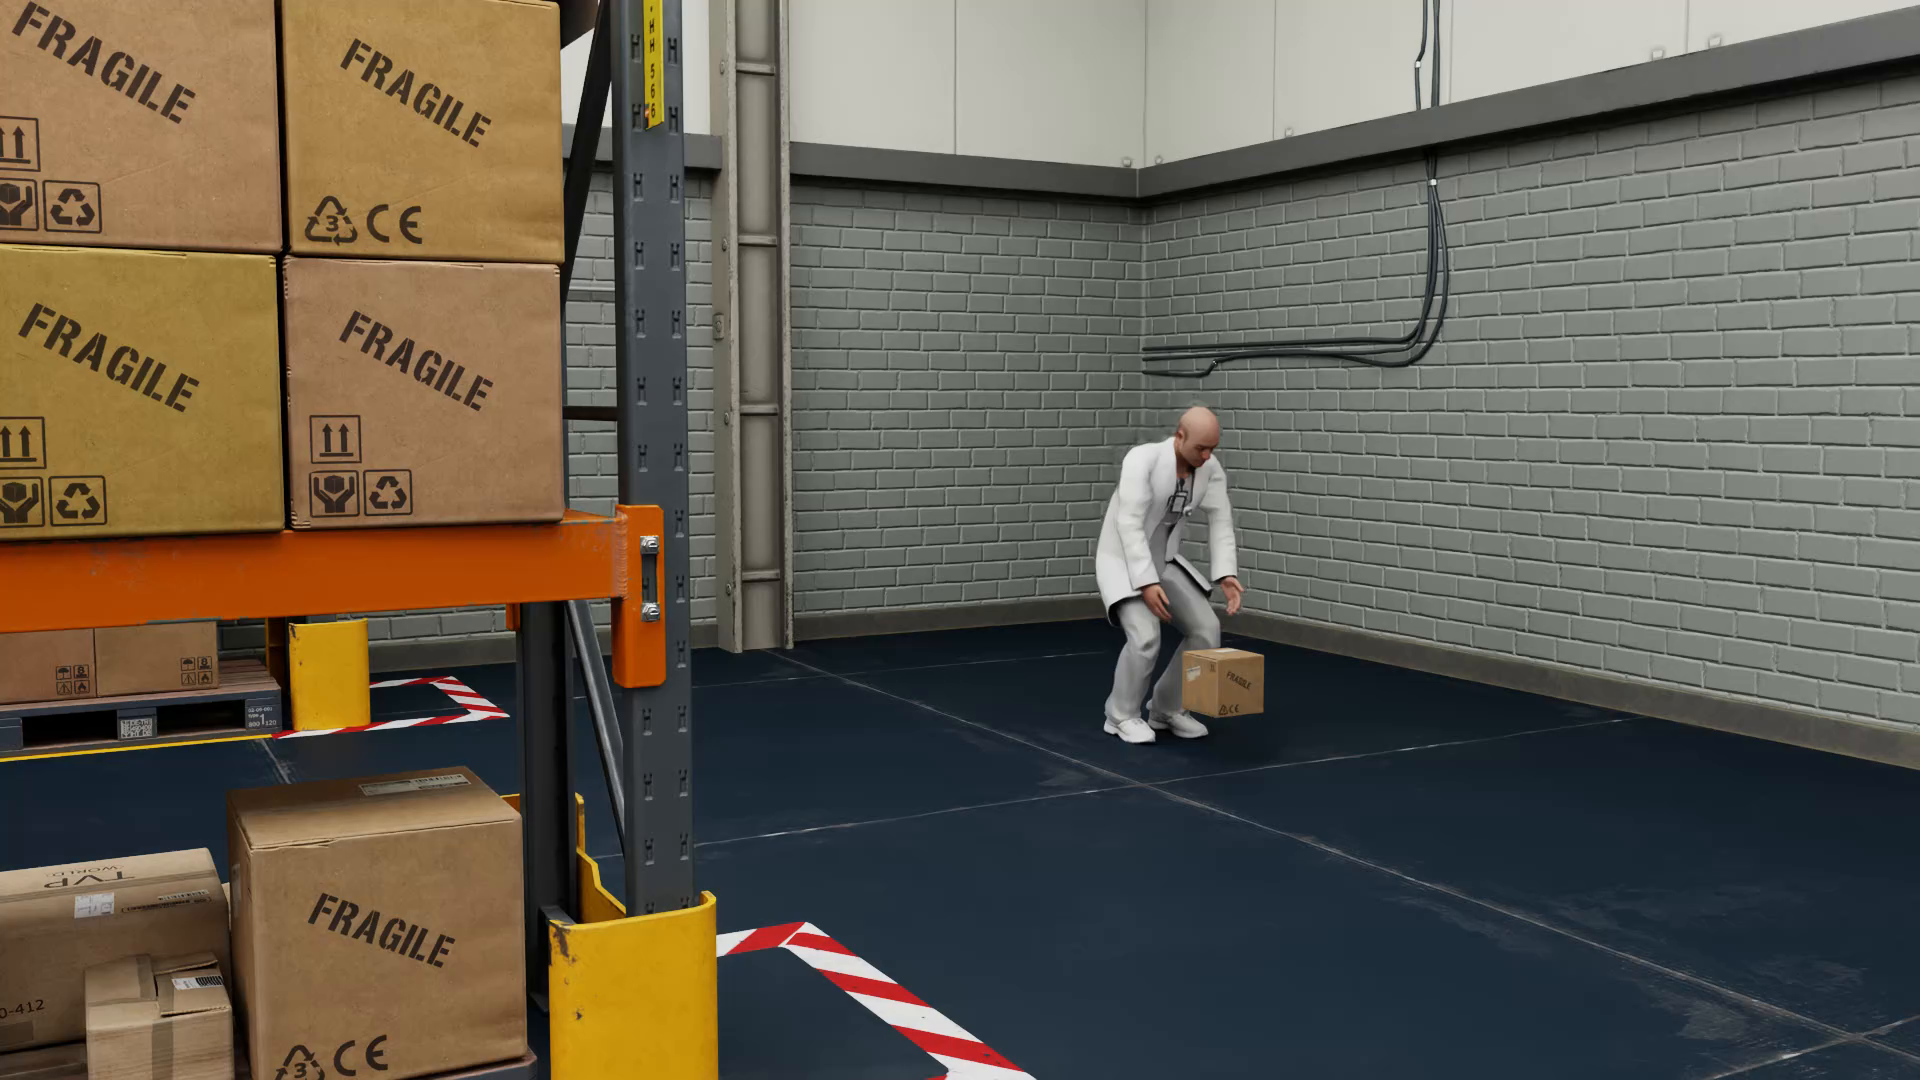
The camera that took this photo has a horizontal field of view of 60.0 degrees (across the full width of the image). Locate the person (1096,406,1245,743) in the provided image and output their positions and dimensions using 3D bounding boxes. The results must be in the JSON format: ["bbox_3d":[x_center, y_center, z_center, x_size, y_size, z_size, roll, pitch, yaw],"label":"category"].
[{"bbox_3d":[0.933,0.148,7.550,0.628,1.511,0.658,-3,6,-28],"label":"person"}]
